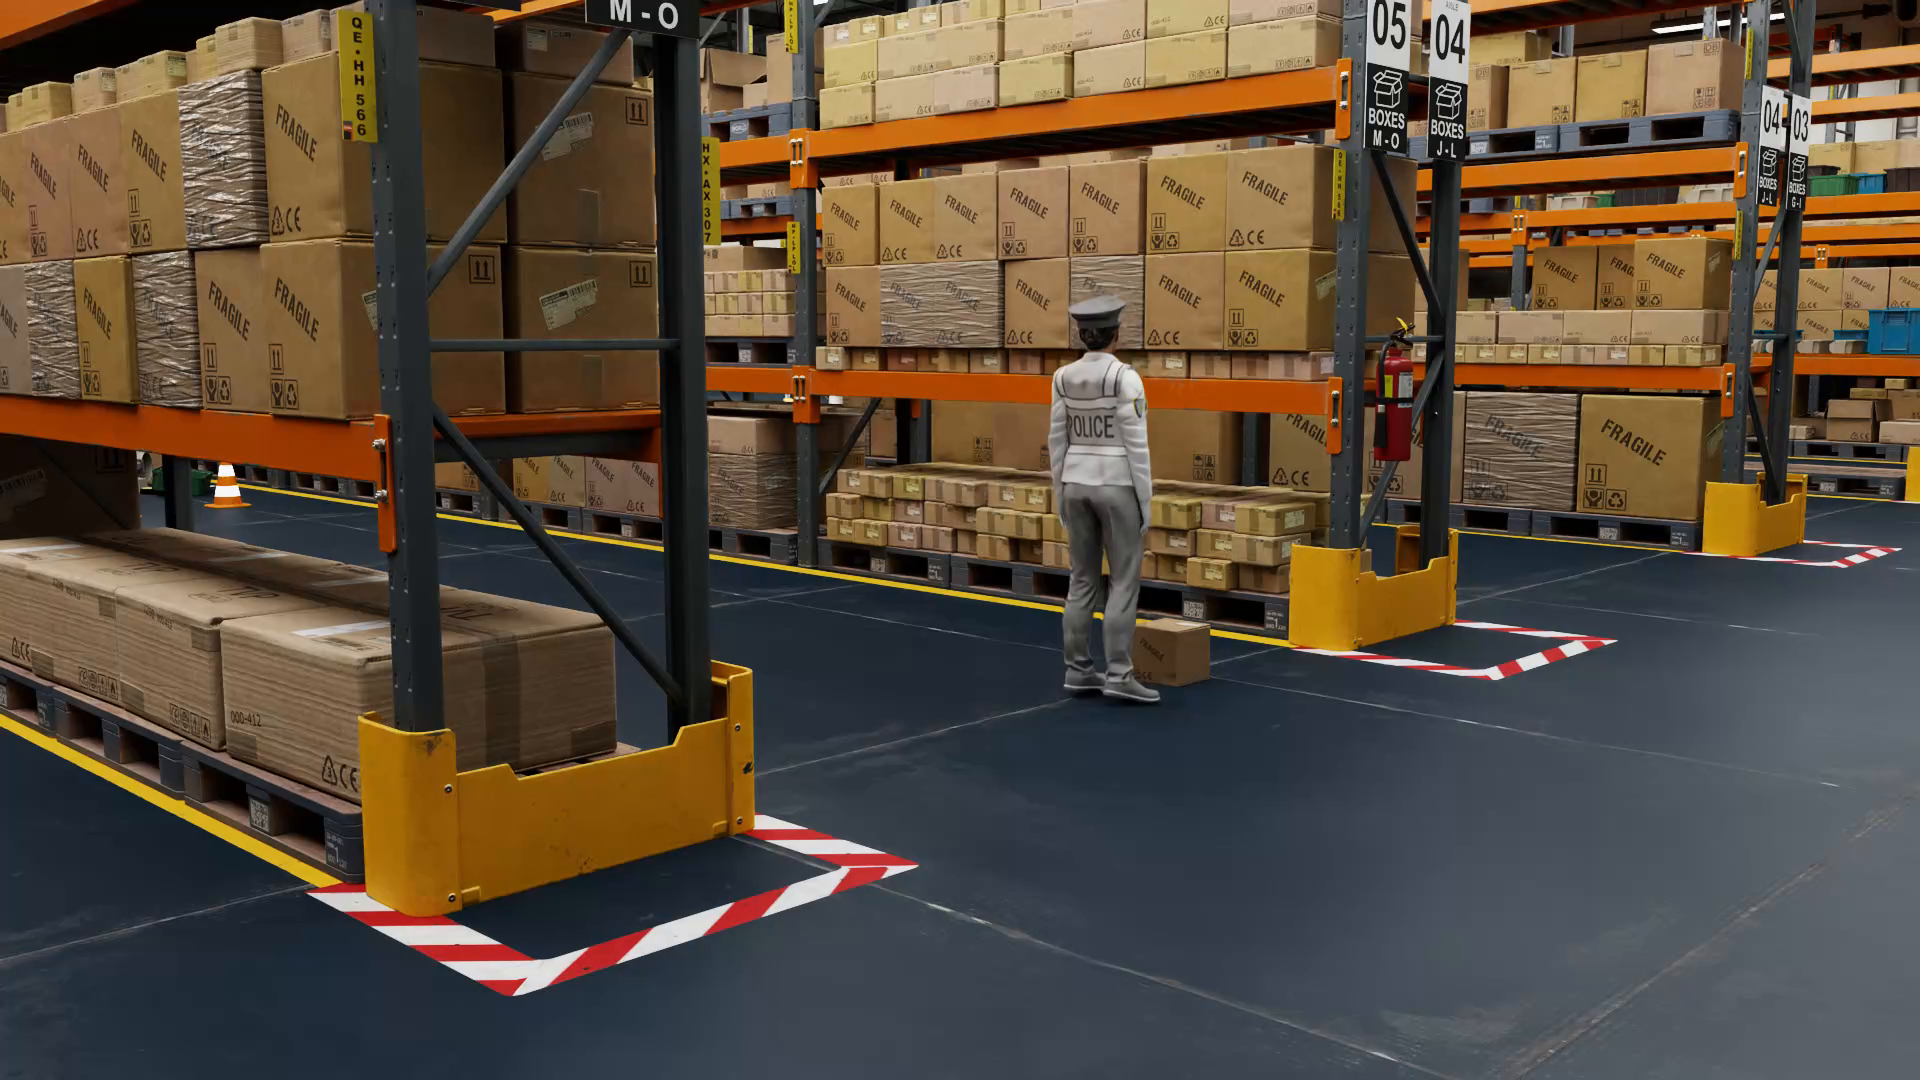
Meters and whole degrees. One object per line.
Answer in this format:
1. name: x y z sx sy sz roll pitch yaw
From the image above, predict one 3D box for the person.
1. person: 0.597 -0.171 6.999 0.496 1.708 0.334 7 10 44
